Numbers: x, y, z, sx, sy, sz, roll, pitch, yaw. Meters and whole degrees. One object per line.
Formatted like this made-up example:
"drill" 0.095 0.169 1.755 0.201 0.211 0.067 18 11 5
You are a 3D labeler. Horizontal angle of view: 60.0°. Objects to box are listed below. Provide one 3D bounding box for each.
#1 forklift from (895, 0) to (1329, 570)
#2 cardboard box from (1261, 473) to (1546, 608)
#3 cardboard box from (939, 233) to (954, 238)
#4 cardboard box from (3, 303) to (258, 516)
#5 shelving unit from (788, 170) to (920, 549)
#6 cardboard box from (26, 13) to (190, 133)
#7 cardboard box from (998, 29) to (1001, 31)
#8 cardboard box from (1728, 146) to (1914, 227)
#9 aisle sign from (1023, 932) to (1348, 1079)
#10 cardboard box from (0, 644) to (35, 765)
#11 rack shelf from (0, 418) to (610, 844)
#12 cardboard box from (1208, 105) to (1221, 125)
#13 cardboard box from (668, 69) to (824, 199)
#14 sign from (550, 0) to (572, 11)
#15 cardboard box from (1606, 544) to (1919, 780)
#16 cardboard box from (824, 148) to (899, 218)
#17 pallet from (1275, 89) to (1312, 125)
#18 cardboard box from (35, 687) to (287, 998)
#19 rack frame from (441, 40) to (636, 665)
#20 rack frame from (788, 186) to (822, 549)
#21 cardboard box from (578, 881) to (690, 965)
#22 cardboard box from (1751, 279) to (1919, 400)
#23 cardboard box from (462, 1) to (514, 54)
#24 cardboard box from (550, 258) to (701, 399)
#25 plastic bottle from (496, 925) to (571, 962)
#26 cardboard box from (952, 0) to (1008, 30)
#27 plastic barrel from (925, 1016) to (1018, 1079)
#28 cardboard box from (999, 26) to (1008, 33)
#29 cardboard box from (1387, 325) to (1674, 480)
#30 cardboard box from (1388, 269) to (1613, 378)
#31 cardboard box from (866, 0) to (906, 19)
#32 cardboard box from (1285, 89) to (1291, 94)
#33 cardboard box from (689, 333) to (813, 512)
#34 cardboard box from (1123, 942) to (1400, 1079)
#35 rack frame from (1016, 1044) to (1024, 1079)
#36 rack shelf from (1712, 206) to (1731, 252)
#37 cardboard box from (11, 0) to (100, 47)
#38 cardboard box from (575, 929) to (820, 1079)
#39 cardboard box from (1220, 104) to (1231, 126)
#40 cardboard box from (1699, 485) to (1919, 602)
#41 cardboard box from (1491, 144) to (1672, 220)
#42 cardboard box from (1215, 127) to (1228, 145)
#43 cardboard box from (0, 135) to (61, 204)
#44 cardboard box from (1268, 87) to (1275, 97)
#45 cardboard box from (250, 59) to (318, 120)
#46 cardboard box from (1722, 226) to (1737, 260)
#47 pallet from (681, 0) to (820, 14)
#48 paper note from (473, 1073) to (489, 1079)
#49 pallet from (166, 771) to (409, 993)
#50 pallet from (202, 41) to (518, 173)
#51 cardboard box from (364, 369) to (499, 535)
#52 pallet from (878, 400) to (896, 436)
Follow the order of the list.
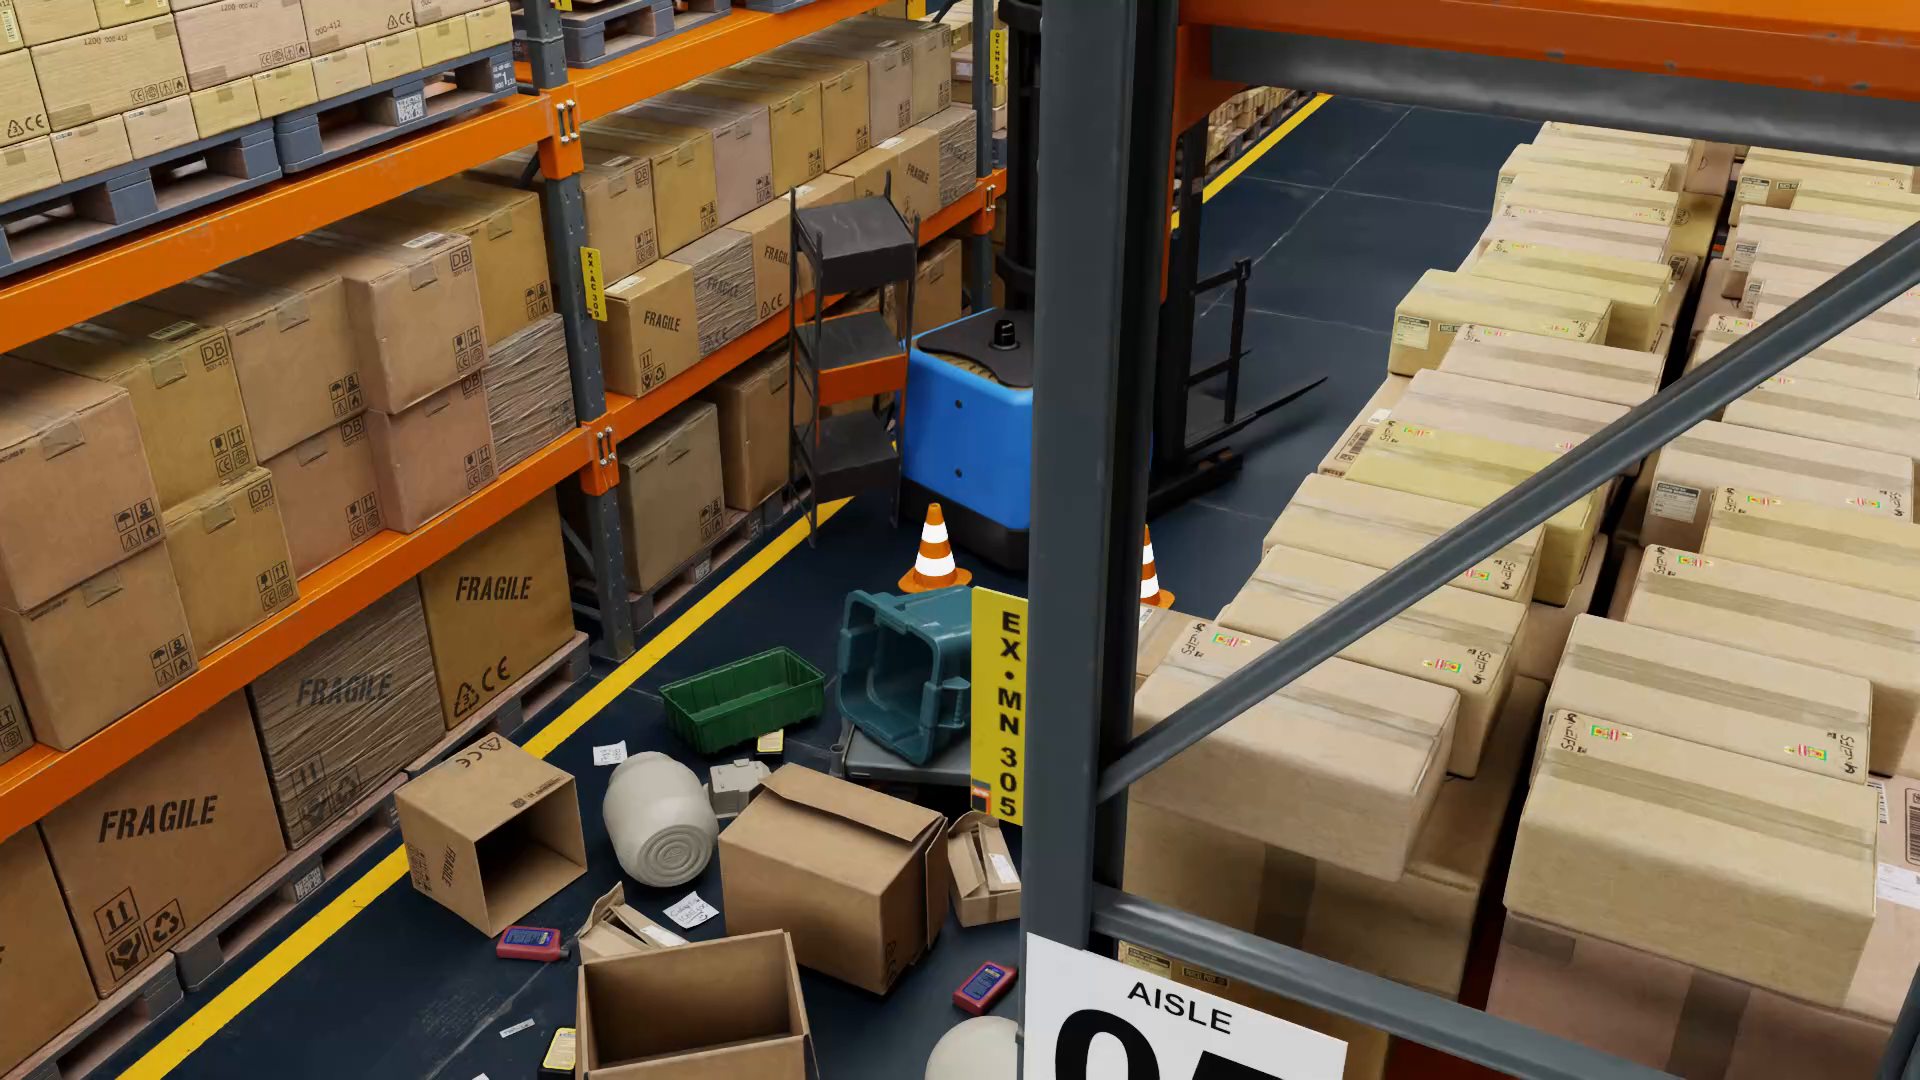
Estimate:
"forklift" 1.041 -1.735 9.327 3.031 2.935 1.130 -25 38 -37
"cardboard box" 0.687 0.048 2.594 0.380 0.149 0.250 14 33 23
"cardboard box" -0.197 -2.049 11.894 0.500 0.500 0.500 14 33 23
"cardboard box" -3.035 -0.489 5.854 0.875 0.550 0.500 14 33 23
"shelving unit" -0.577 -0.872 8.595 0.503 2.100 0.431 -14 50 -19
"cardboard box" -2.771 -1.470 5.116 0.500 0.250 0.500 14 33 23
"cardboard box" 0.141 -3.696 12.206 0.380 0.149 0.250 15 33 25
"cardboard box" 2.168 -0.868 4.189 0.380 0.149 0.250 15 33 24
"aisle sign" 0.258 0.859 2.131 0.394 0.787 0.004 14 33 23
"cardboard box" -3.549 0.458 5.289 0.875 0.550 0.550 14 33 23
"rack shelf" -2.997 0.372 6.312 1.077 0.370 4.000 14 33 23
"cardboard box" 2.078 -3.791 14.683 0.380 0.149 0.250 16 34 26
"cardboard box" -1.171 -2.201 8.966 0.700 0.500 0.500 14 33 23
"sign" -1.592 -2.260 6.563 0.100 0.325 0.005 14 33 23
"cardboard box" 1.248 0.277 2.595 0.500 0.250 0.500 14 33 23
"cardboard box" -0.687 -1.940 9.515 0.500 0.500 0.500 14 33 22
"pallet" 2.944 -4.551 16.963 1.003 0.211 1.213 14 33 23
"cardboard box" -3.259 0.980 6.243 0.875 0.875 0.875 14 33 23
"rack frame" -2.086 -0.826 7.677 1.000 3.000 0.127 14 33 23
"rack frame" -0.801 -0.815 8.516 0.015 2.100 0.400 -14 50 -19
"cardboard box" -1.230 1.539 6.303 0.396 0.266 0.258 21 36 32
"cardboard box" 1.795 -0.387 3.351 0.380 0.149 0.250 15 33 24
"cardboard box" -1.968 -2.009 6.455 0.380 0.149 0.250 14 33 23
"cardboard box" -1.607 -1.042 7.951 0.500 0.500 0.500 15 33 24
"plastic bottle" -1.640 1.569 6.456 0.283 0.061 0.133 4 30 6
"cardboard box" 0.142 -3.825 12.131 0.380 0.149 0.250 16 34 26
"plastic barrel" 0.137 1.883 5.545 0.421 0.421 0.512 -12 32 -20
"cardboard box" 0.476 -3.436 11.455 0.380 0.149 0.250 13 32 21
"cardboard box" 1.228 -0.306 3.610 0.500 0.250 0.500 15 33 24
"cardboard box" 1.104 -0.417 3.403 0.380 0.149 0.250 15 33 24
"cardboard box" -1.210 -6.275 18.877 0.875 0.875 0.875 14 33 23
"cardboard box" 3.102 -4.577 16.649 0.380 0.149 0.250 14 33 23
"cardboard box" -1.441 -0.755 9.390 1.050 0.750 0.750 14 33 23
"cardboard box" 0.458 0.612 2.413 0.380 0.149 0.250 14 33 23
"rack frame" 0.544 2.025 2.711 1.000 3.000 0.127 14 33 23
"rack shelf" 3.277 -1.624 6.775 1.077 0.370 4.000 14 33 23
"cardboard box" -2.777 -1.569 4.887 0.380 0.149 0.250 15 33 24
"cardboard box" -0.910 1.755 5.689 0.797 0.503 0.637 -7 31 -11
"cardboard box" 2.248 -3.903 15.178 0.380 0.149 0.250 13 32 21
"cardboard box" 1.338 0.070 2.556 0.380 0.149 0.250 14 33 23
"cardboard box" 1.568 -0.873 4.197 0.380 0.149 0.250 14 33 23
"cardboard box" 2.198 -3.647 15.030 0.380 0.149 0.250 14 33 23
"cardboard box" -2.892 -1.109 4.887 0.380 0.149 0.250 14 33 23
"cardboard box" 2.801 -4.349 15.954 0.380 0.149 0.250 16 34 26
"cardboard box" -2.430 -1.559 5.671 0.380 0.149 0.250 15 33 24
"cardboard box" 2.175 -0.632 4.178 0.500 0.250 0.500 14 33 22
"pallet" -1.017 -3.024 8.682 1.003 0.211 1.213 16 33 26
"paper note" -1.702 1.944 5.836 0.142 0.017 0.144 -25 38 -36
"pallet" -3.057 1.245 6.870 1.003 0.211 1.213 14 33 23
"pallet" -2.468 -1.728 6.324 1.003 0.211 1.213 14 33 23
"cardboard box" -2.474 -0.476 6.916 0.875 0.550 0.550 14 33 23
"pallet" -0.690 -1.058 10.880 1.003 0.211 1.213 14 33 23
